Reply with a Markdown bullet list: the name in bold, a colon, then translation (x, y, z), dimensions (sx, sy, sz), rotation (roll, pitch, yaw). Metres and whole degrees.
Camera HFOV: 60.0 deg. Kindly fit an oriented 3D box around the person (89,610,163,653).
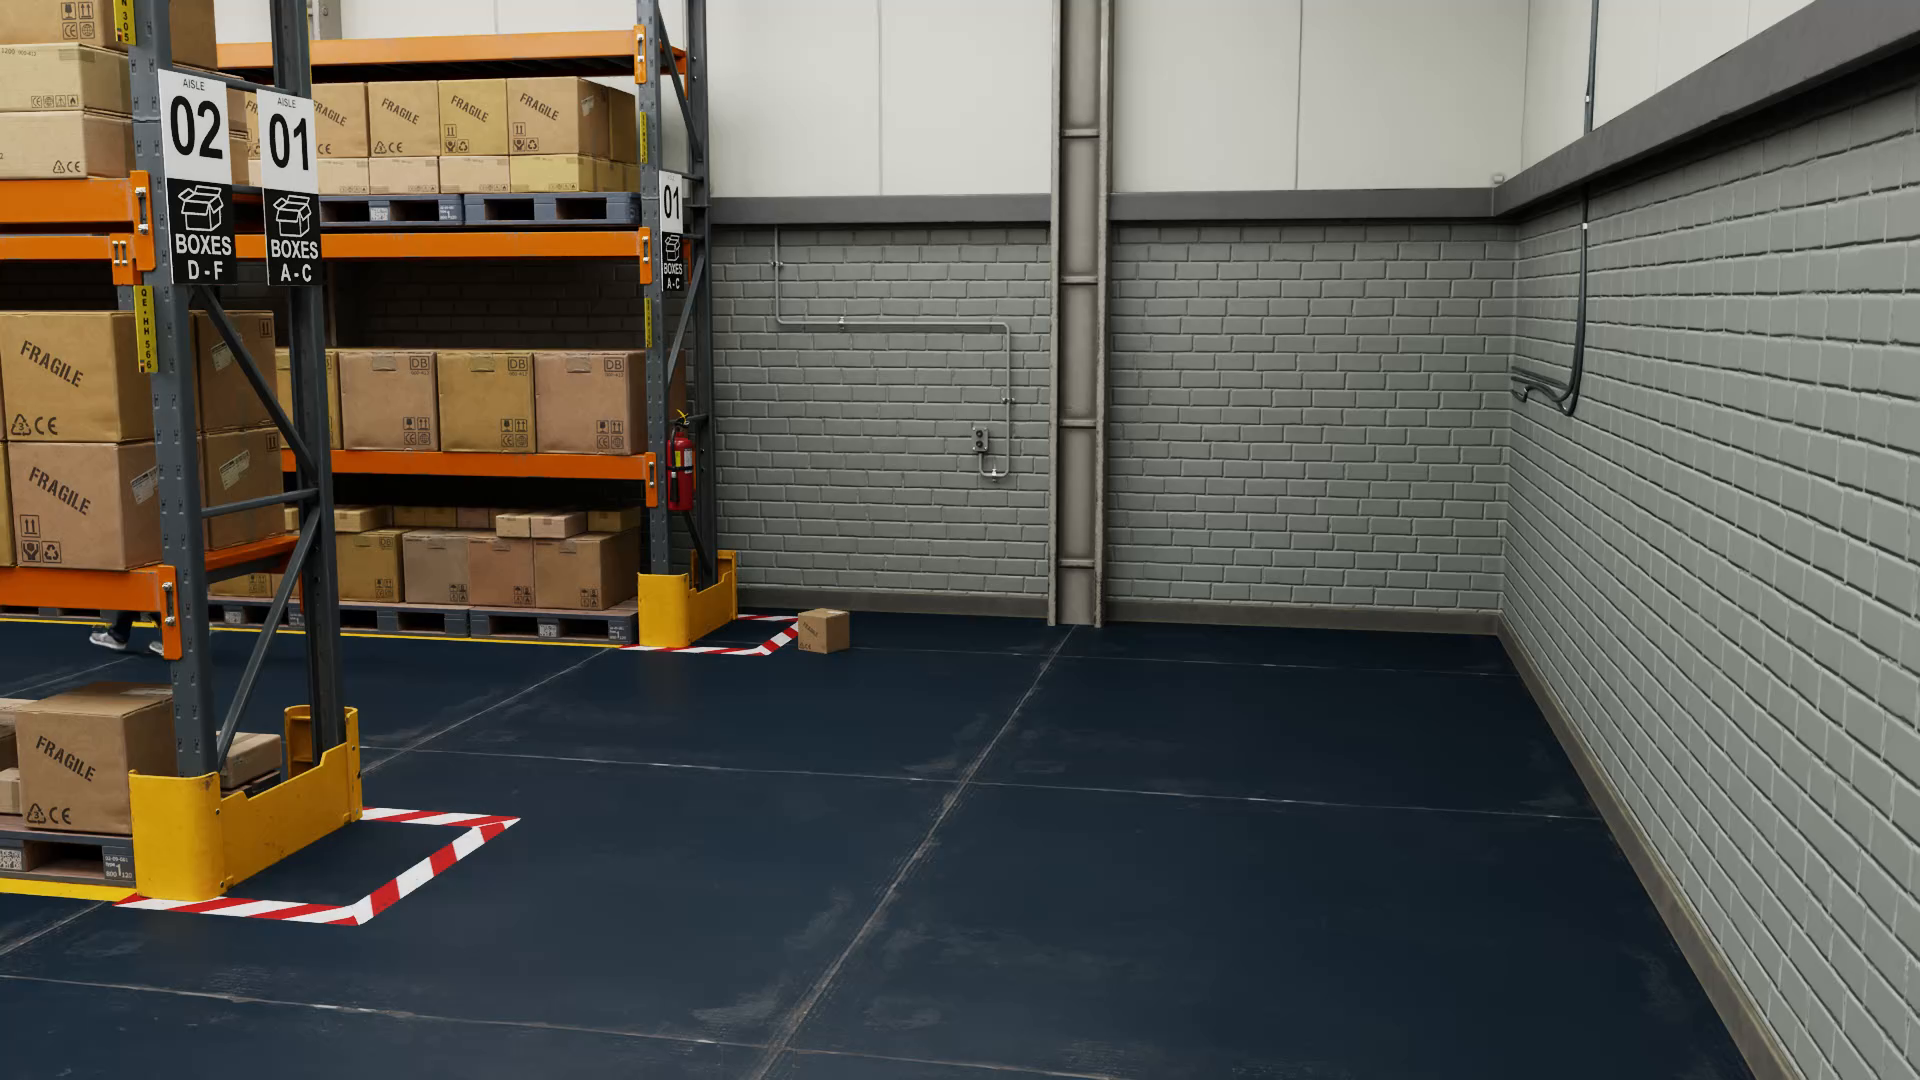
- **person**: translation (-5.467, -0.019, 10.958), dimensions (0.860, 1.555, 0.415), rotation (1, 8, 8)
